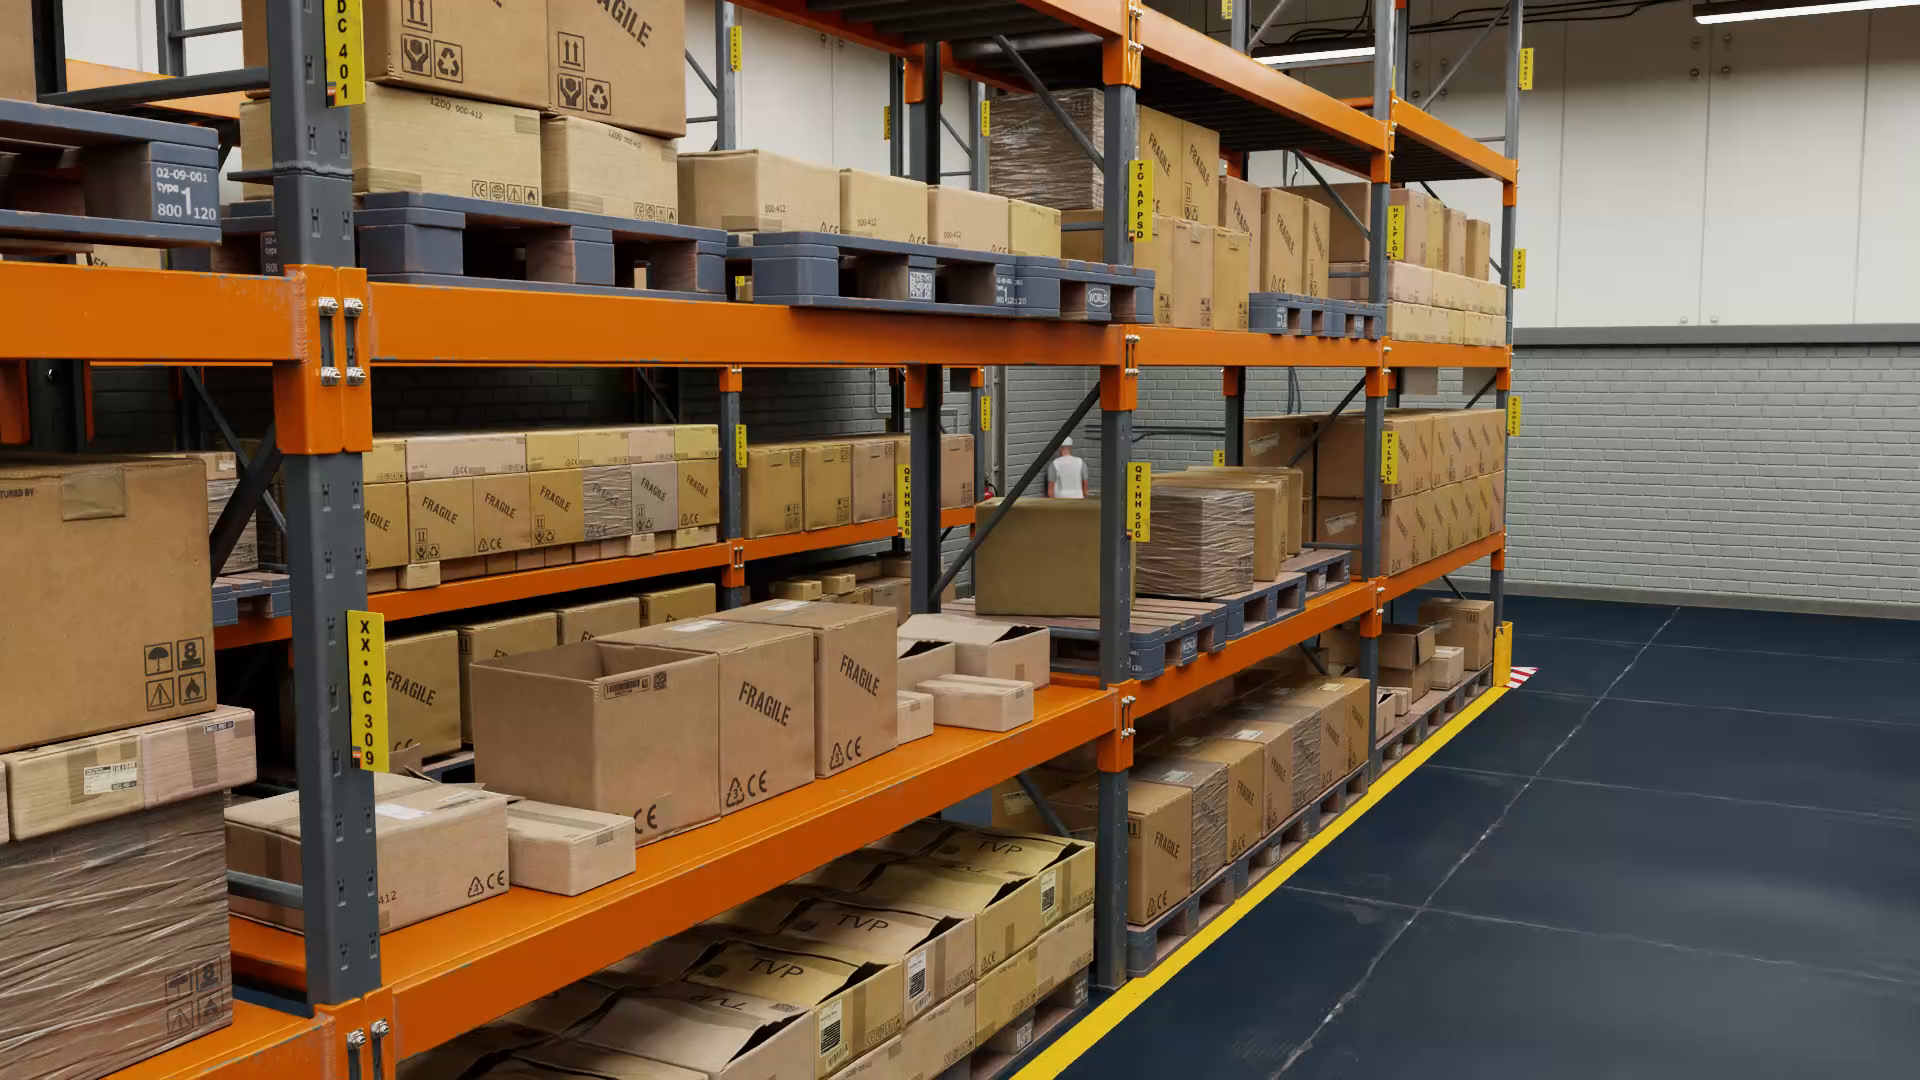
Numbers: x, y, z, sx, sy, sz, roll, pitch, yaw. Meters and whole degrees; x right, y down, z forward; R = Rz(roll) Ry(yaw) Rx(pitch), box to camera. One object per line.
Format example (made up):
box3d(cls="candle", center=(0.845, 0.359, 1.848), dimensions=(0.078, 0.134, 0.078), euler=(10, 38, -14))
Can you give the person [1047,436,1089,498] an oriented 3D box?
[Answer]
box3d(cls="person", center=(1.368, -0.438, 21.077), dimensions=(0.591, 1.777, 0.713), euler=(-1, 6, -6))
